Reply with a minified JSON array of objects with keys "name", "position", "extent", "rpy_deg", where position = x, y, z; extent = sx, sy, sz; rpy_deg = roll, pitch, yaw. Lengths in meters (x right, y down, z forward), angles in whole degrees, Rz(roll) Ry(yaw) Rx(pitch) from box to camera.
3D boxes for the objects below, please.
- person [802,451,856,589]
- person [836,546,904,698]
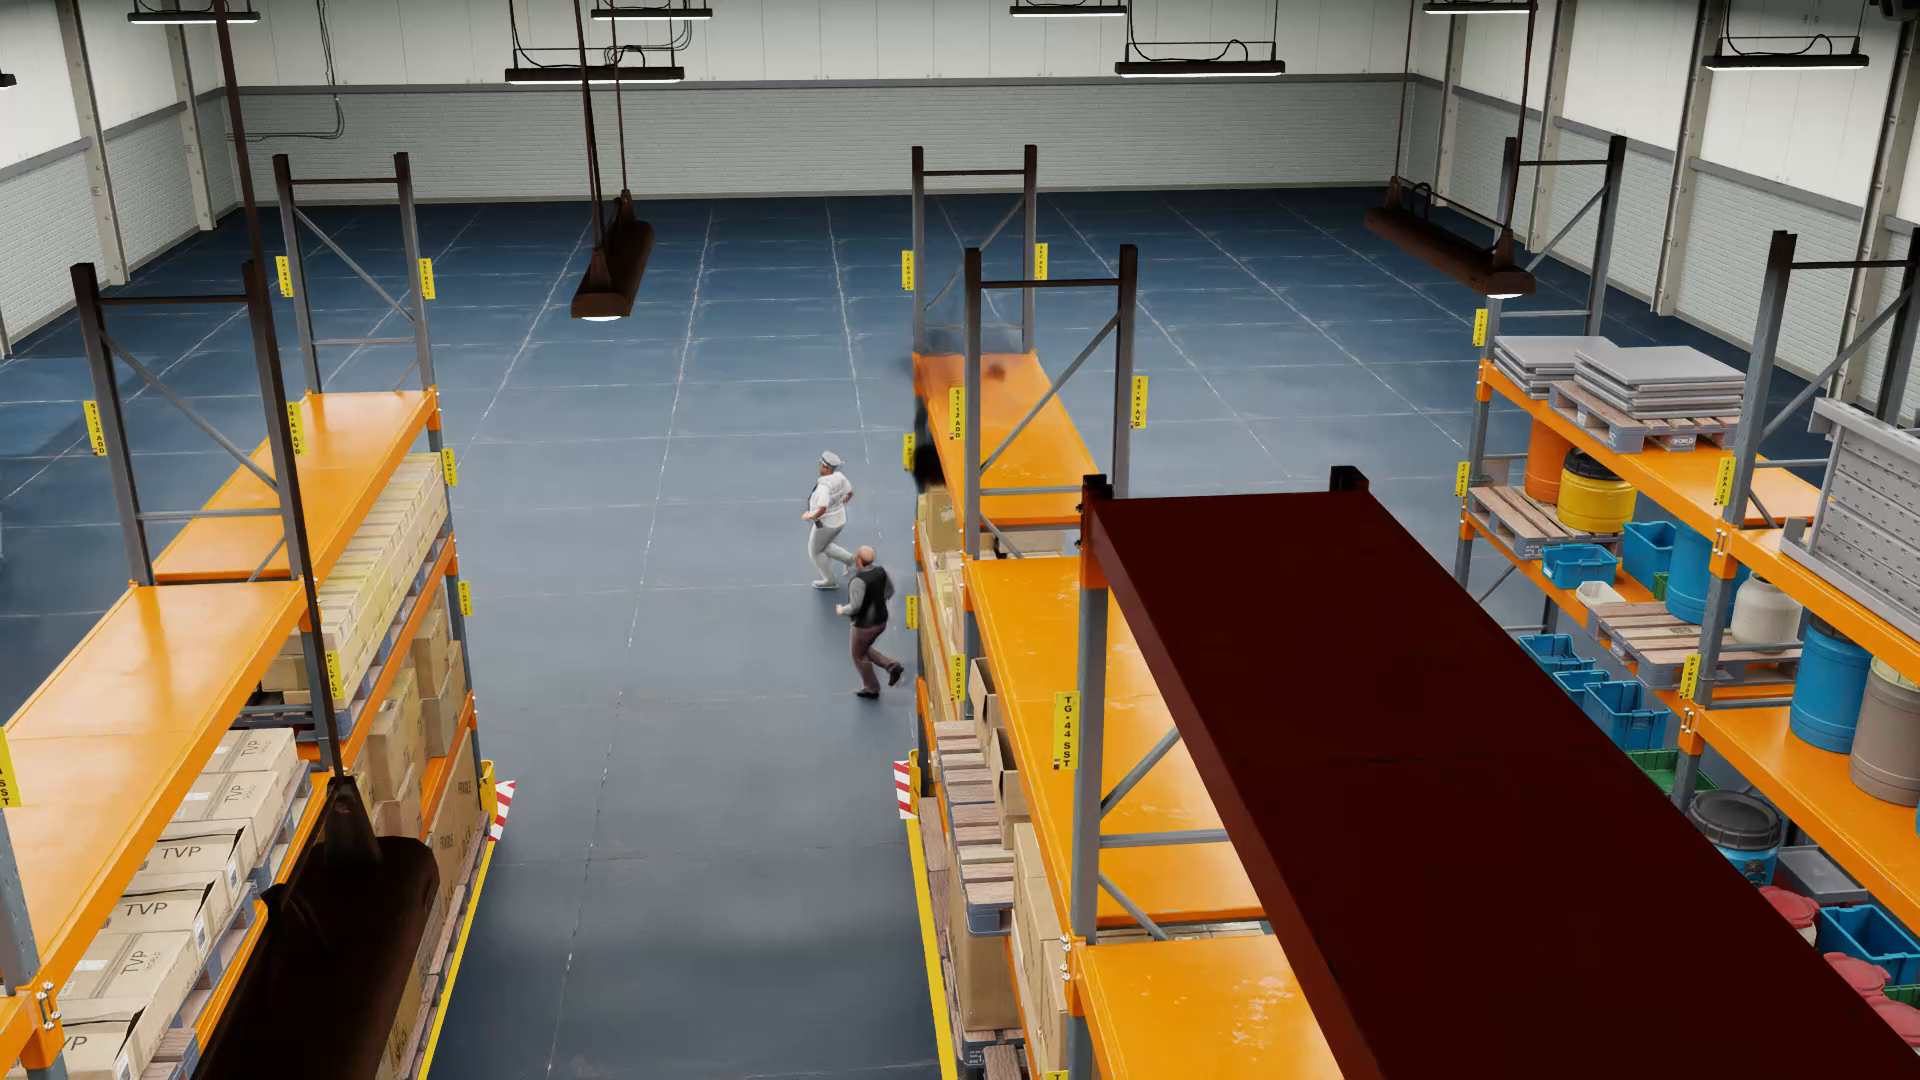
[{"name":"person","position":[-1.565,-0.227,19.885],"extent":[0.592,1.733,0.679],"rpy_deg":[9,23,22]},{"name":"person","position":[-0.950,0.865,17.191],"extent":[0.627,1.696,0.656],"rpy_deg":[12,25,28]}]
